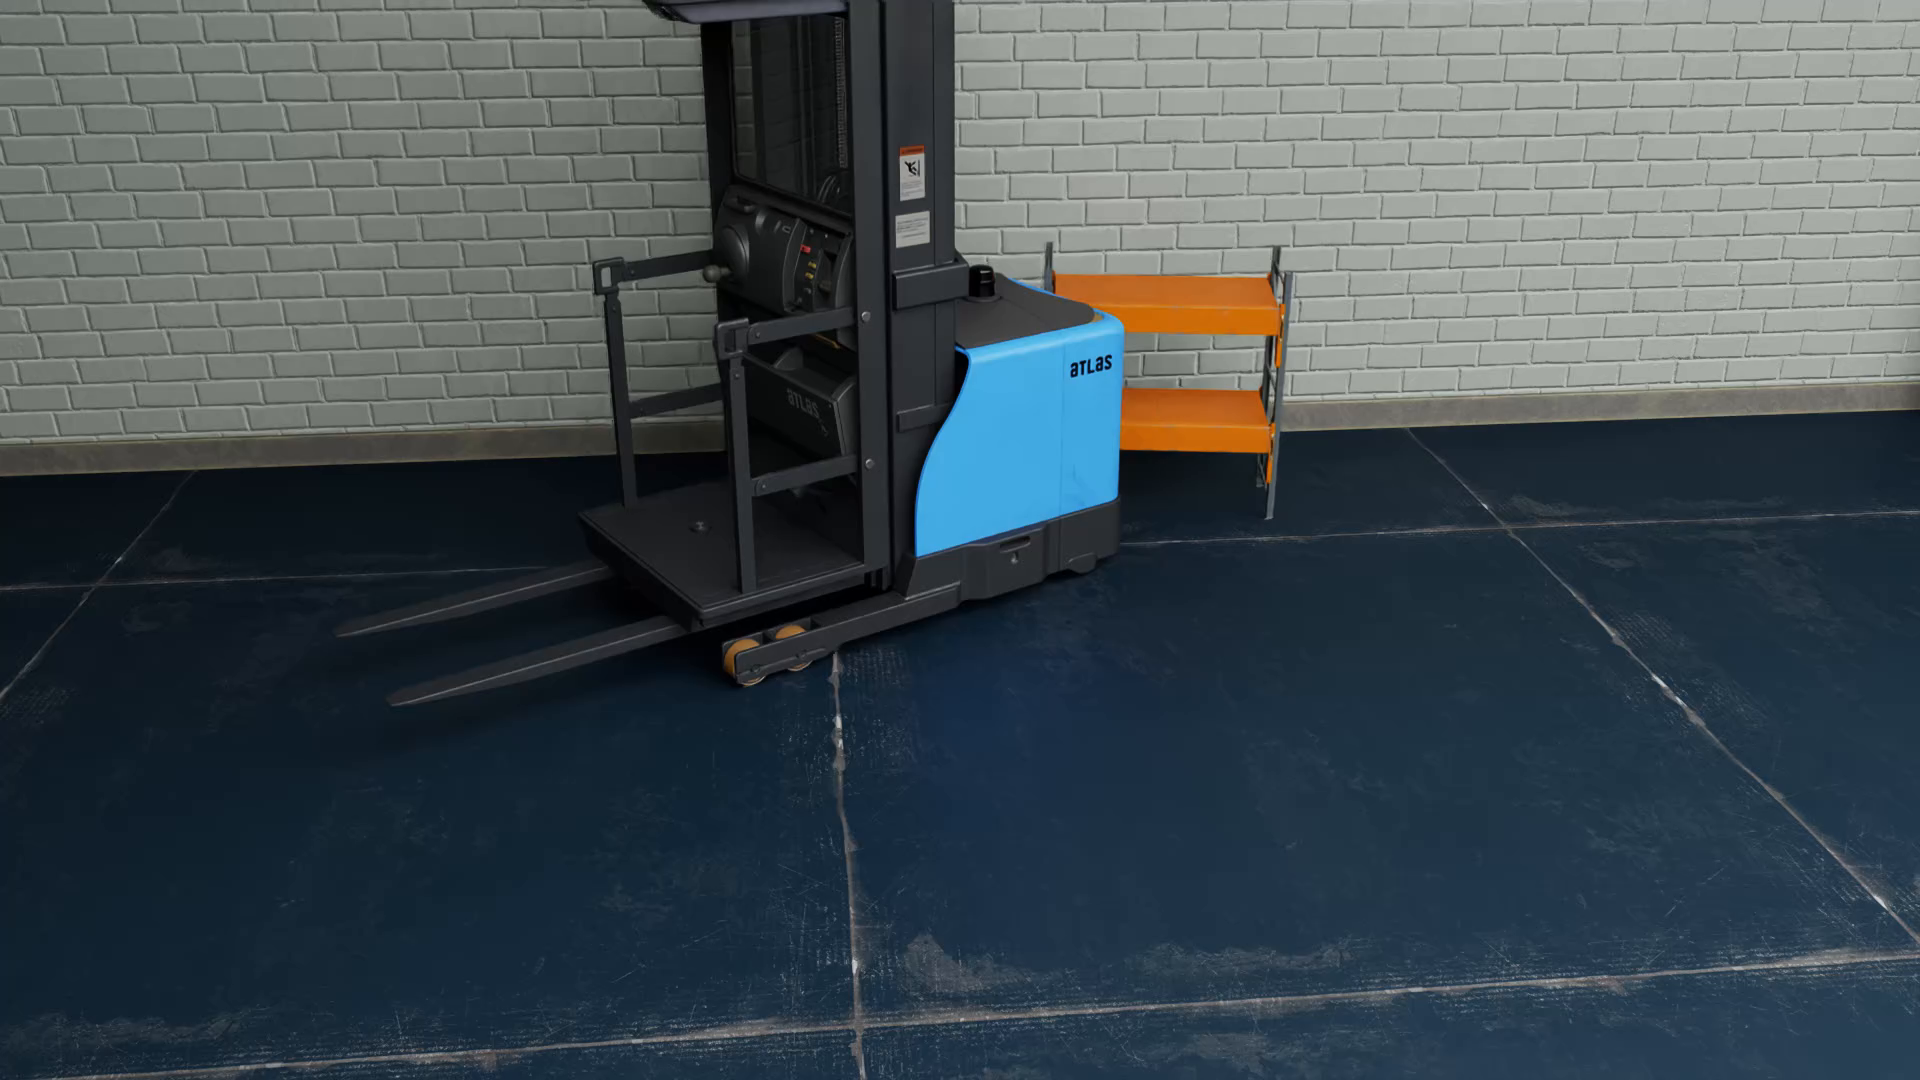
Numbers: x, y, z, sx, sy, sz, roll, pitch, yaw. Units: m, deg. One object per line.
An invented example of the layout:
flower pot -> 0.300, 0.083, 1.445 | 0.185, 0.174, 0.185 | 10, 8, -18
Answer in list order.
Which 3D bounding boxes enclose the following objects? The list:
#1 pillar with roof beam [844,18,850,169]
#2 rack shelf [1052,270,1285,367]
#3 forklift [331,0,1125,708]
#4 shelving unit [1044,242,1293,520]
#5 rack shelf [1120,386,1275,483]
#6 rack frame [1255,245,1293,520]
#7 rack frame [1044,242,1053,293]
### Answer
pillar with roof beam -> -0.254, -2.784, 2.434 | 0.400, 9.000, 9.100 | -2, 24, -5
rack shelf -> 0.896, -0.988, 7.367 | 1.000, 0.278, 0.538 | 1, 24, 3
forklift -> -0.829, -1.053, 6.010 | 3.031, 2.935, 1.130 | -16, 29, -32
shelving unit -> 0.896, -0.721, 7.486 | 1.048, 1.125, 0.538 | 1, 24, 3
rack shelf -> 0.896, -0.497, 7.585 | 1.000, 0.278, 0.538 | 1, 24, 3
rack frame -> 1.403, -0.708, 7.457 | 0.032, 1.125, 0.500 | 1, 24, 3
rack frame -> 0.389, -0.733, 7.515 | 0.032, 1.125, 0.500 | 1, 24, 3
